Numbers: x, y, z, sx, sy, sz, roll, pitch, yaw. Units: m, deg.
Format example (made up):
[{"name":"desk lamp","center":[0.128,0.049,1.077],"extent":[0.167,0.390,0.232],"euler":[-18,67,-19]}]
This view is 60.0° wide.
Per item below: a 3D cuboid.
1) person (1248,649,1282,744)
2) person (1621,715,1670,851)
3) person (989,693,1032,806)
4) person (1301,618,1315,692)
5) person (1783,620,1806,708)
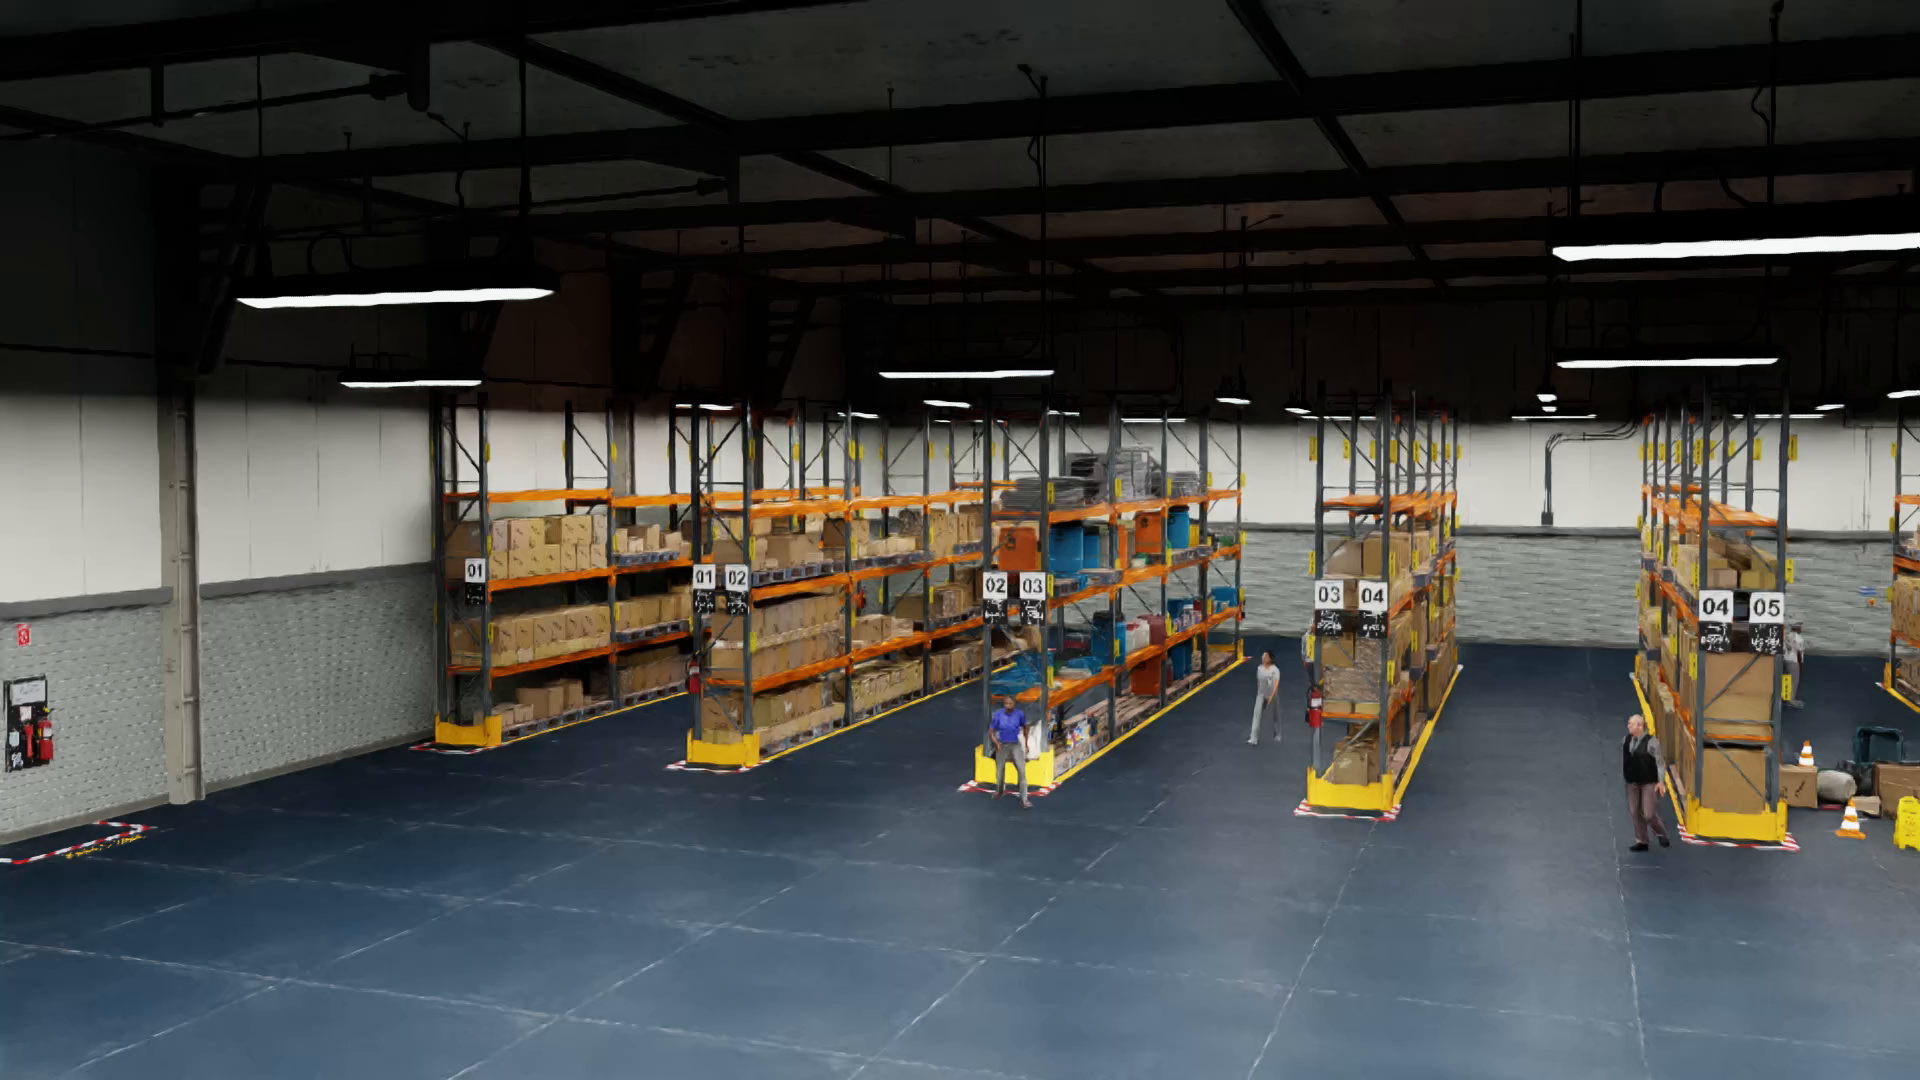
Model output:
[{"name":"person","center":[5.264,2.665,28.457],"extent":[0.446,1.601,1.006],"euler":[2,3,29]},{"name":"person","center":[8.588,3.037,20.843],"extent":[0.522,1.714,0.582],"euler":[-2,4,-33]},{"name":"person","center":[0.724,2.941,23.612],"extent":[0.622,1.591,0.822],"euler":[0,3,3]},{"name":"person","center":[7.067,2.377,33.154],"extent":[0.543,1.700,1.115],"euler":[1,3,22]},{"name":"person","center":[16.388,2.416,32.587],"extent":[0.441,1.683,0.552],"euler":[0,3,1]}]
